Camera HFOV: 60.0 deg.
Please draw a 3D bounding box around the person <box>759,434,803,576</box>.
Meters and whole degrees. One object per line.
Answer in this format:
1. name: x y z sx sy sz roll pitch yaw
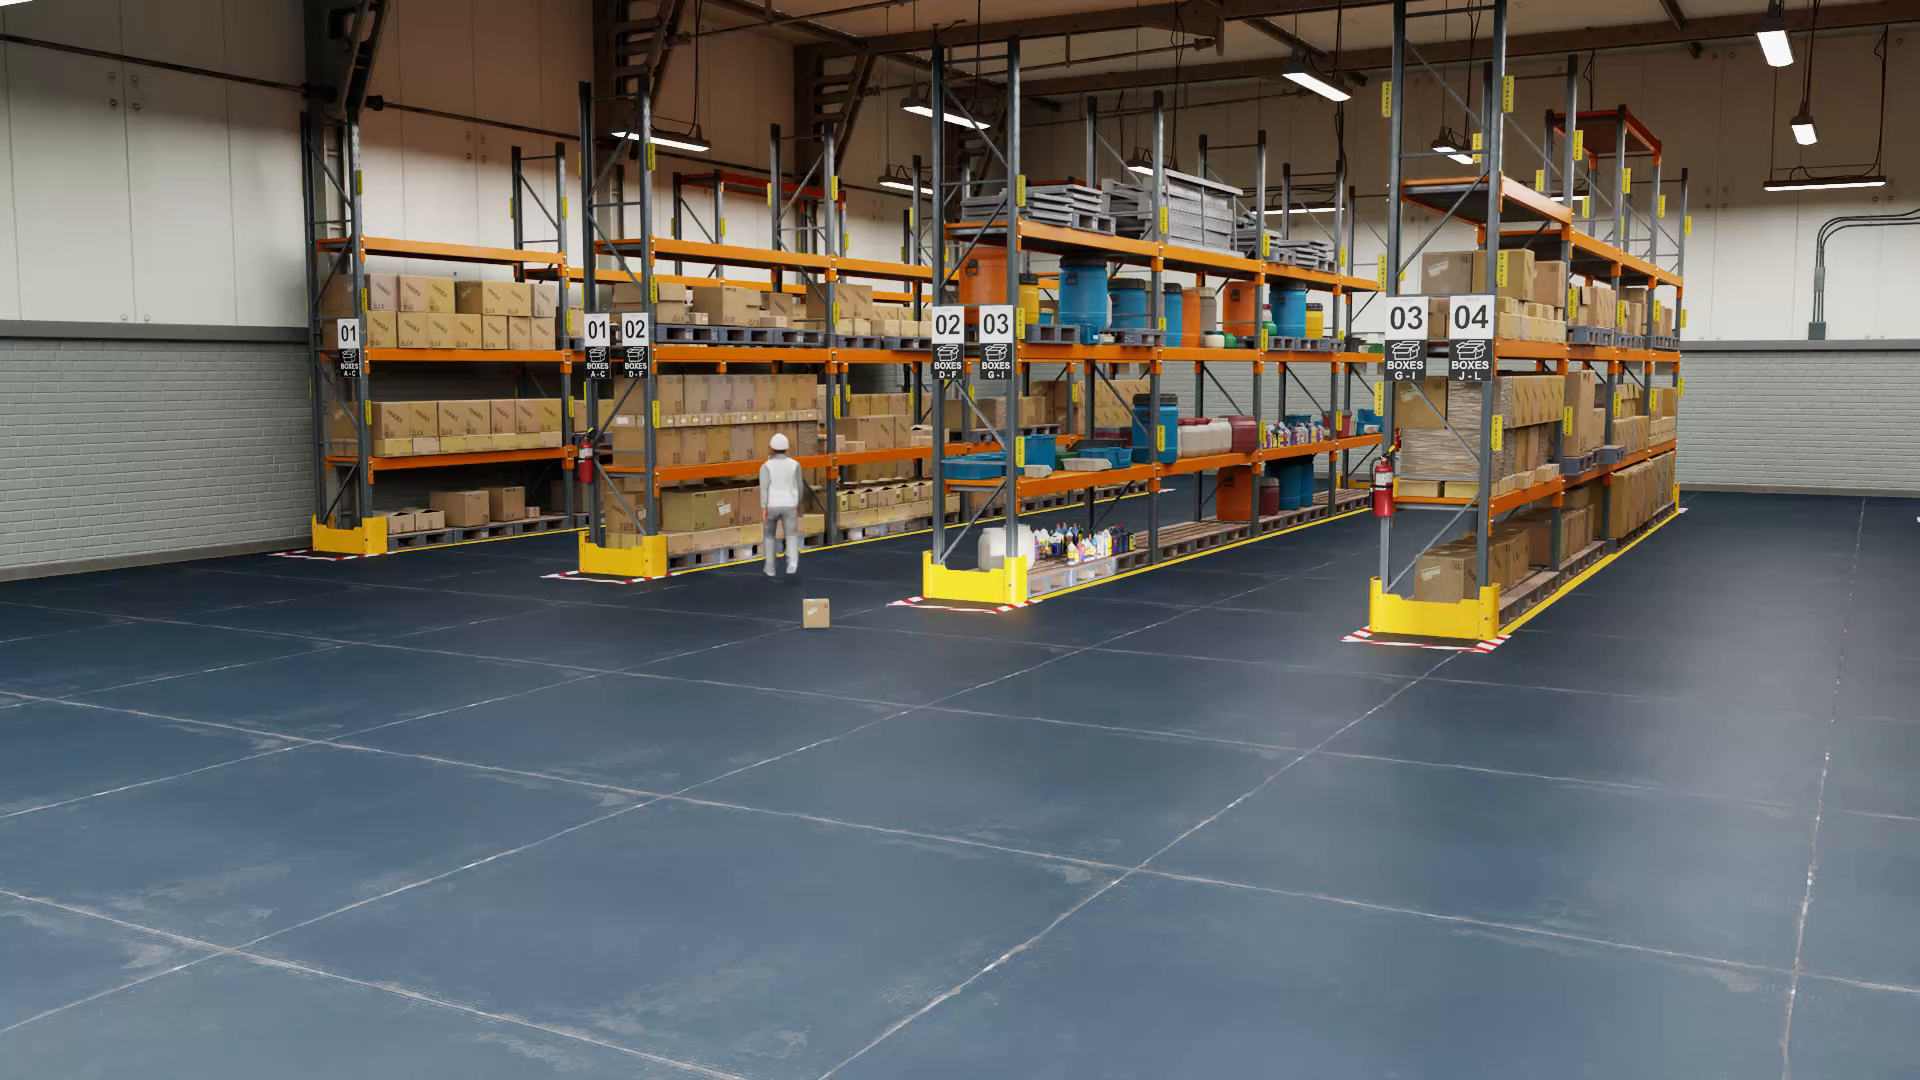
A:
1. person: -2.146 -0.409 19.981 0.544 1.739 0.949 -2 6 -15
